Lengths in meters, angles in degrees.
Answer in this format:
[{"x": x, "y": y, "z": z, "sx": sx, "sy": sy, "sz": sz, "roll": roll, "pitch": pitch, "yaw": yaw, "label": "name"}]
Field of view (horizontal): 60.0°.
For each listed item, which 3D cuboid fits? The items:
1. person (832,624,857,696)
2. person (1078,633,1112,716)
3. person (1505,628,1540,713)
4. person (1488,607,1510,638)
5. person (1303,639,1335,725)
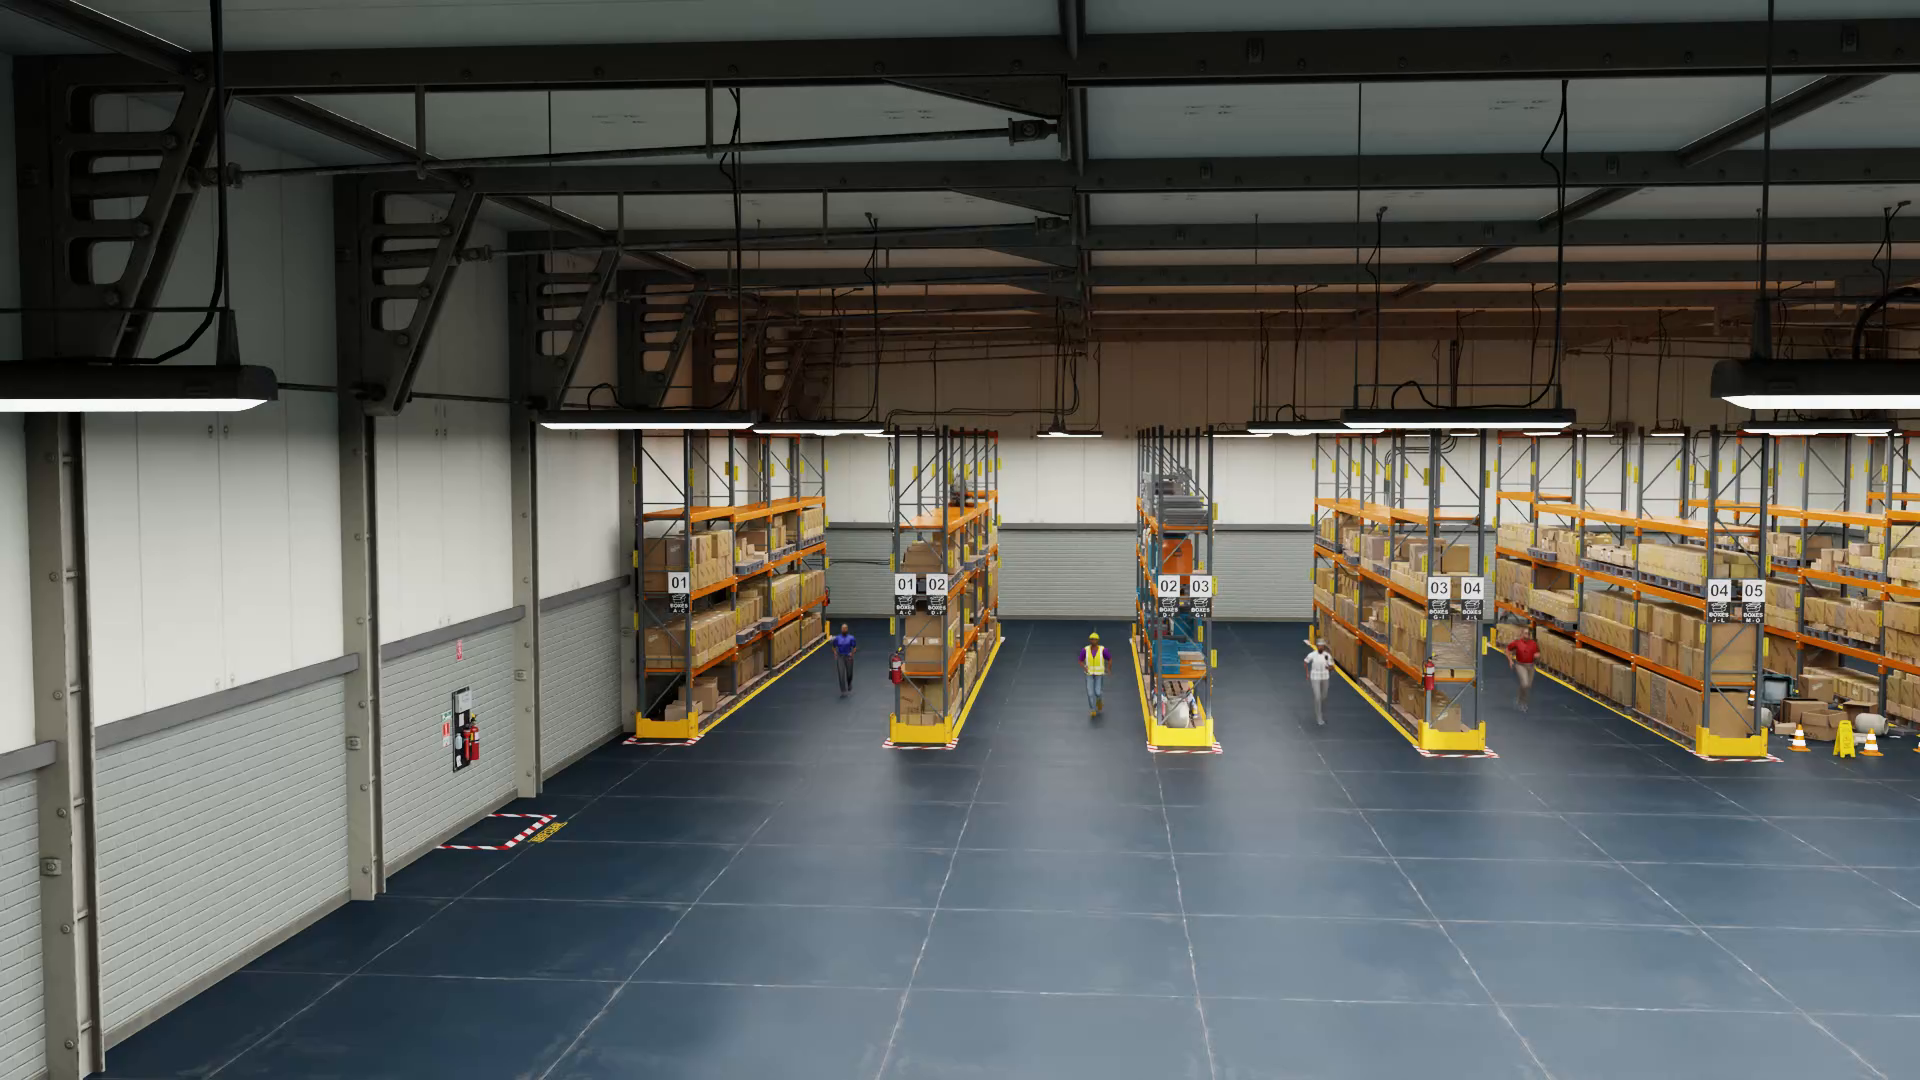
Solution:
[{"x": -2.594, "y": 2.678, "z": 37.281, "sx": 0.574, "sy": 1.602, "sz": 0.586, "roll": 0, "pitch": 3, "yaw": -2, "label": "person"}, {"x": 2.786, "y": 2.791, "z": 34.468, "sx": 0.698, "sy": 1.723, "sz": 0.579, "roll": 1, "pitch": 3, "yaw": 9, "label": "person"}, {"x": 11.951, "y": 2.762, "z": 35.173, "sx": 0.633, "sy": 1.794, "sz": 0.764, "roll": -1, "pitch": 4, "yaw": -13, "label": "person"}, {"x": 15.482, "y": 2.065, "z": 47.532, "sx": 0.840, "sy": 1.554, "sz": 0.584, "roll": 2, "pitch": 4, "yaw": 35, "label": "person"}, {"x": 7.278, "y": 2.832, "z": 33.638, "sx": 0.572, "sy": 1.694, "sz": 0.926, "roll": 0, "pitch": 3, "yaw": -5, "label": "person"}]
